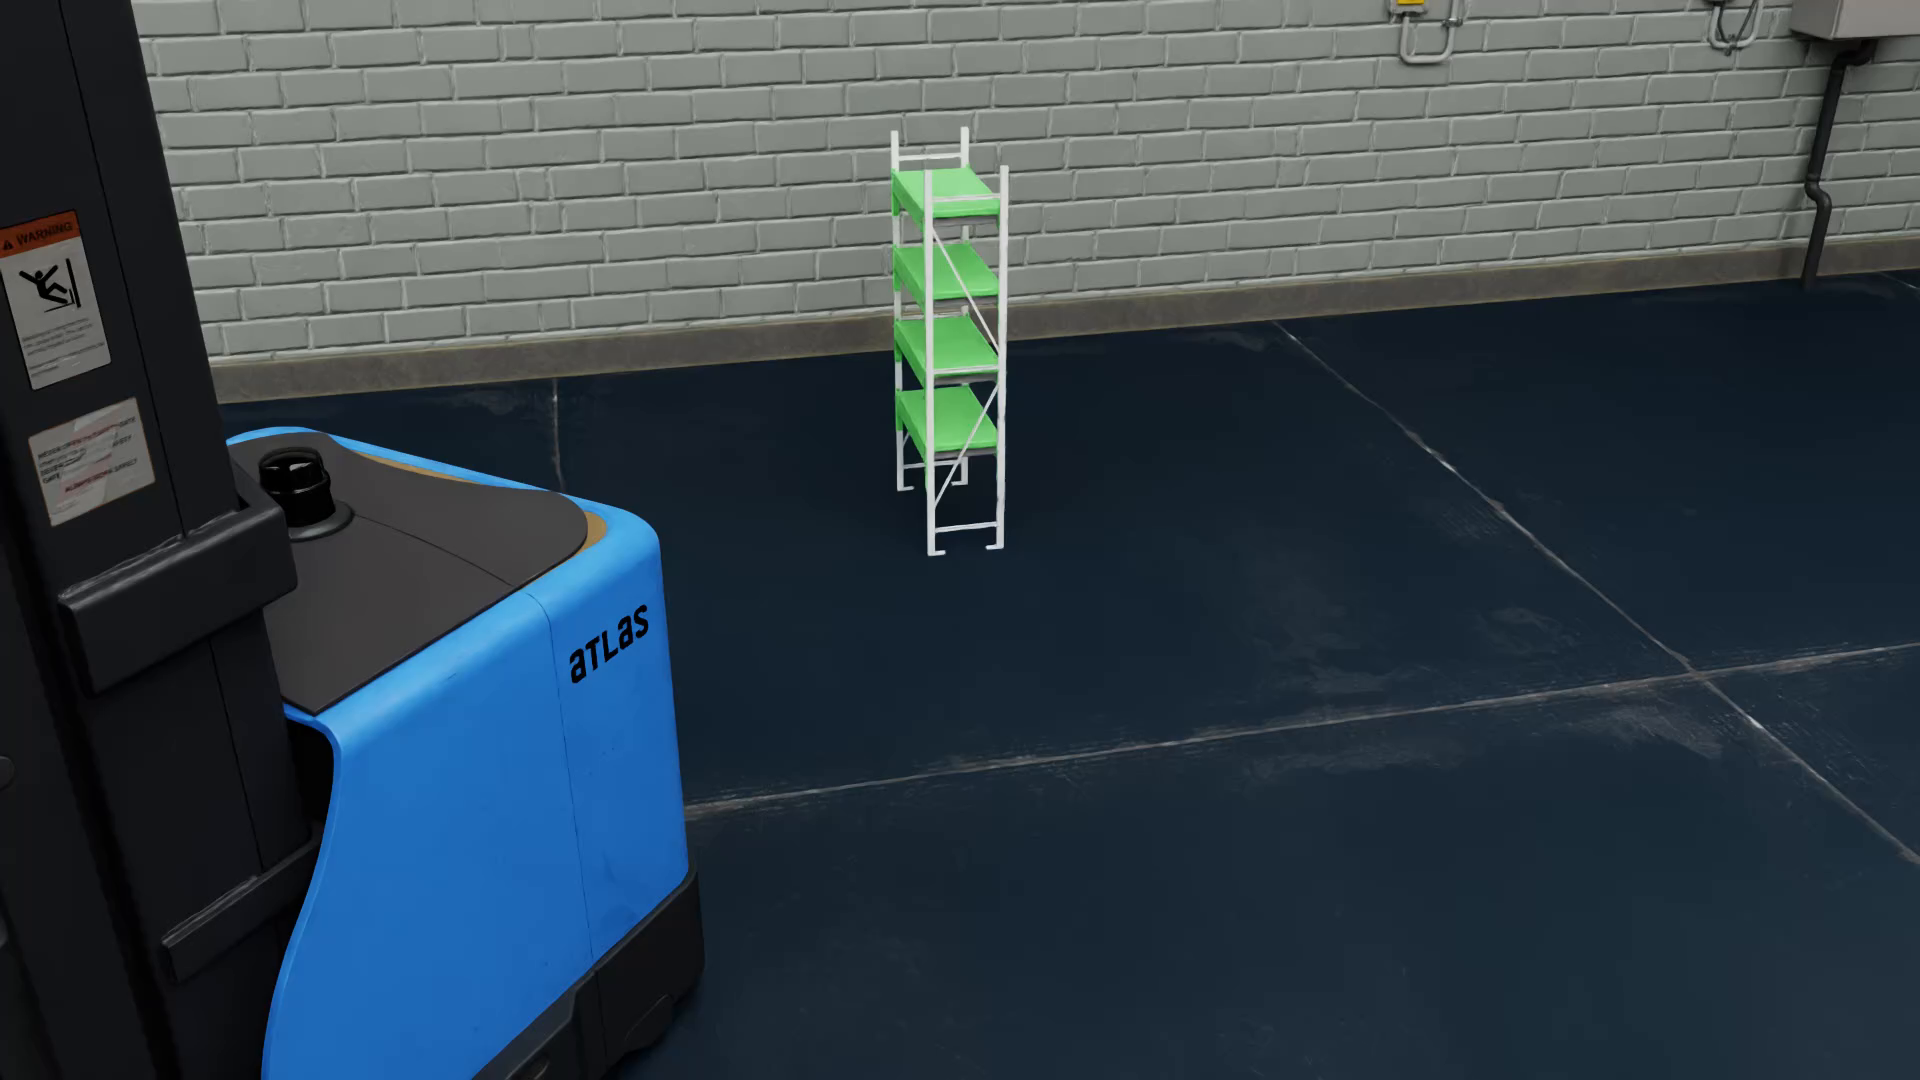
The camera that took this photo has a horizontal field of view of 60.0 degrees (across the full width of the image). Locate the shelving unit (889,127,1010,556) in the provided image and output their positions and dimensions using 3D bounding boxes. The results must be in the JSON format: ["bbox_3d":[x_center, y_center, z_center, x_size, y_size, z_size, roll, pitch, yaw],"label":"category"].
[{"bbox_3d":[-0.037,-0.608,5.124,0.258,1.200,0.503,-6,27,-12],"label":"shelving unit"}]

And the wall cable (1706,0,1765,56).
[{"bbox_3d":[3.138,-2.911,6.561,0.588,1.984,0.122,-6,27,-12],"label":"wall cable"}]

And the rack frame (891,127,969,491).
[{"bbox_3d":[-0.092,-0.715,5.336,0.240,1.200,0.015,-6,27,-12],"label":"rack frame"}]

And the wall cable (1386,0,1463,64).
[{"bbox_3d":[1.758,-2.776,6.259,0.585,1.953,0.123,-6,27,-12],"label":"wall cable"}]

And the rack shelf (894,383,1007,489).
[{"bbox_3d":[-0.037,-0.337,5.261,0.258,0.148,0.480,-6,27,-12],"label":"rack shelf"}]

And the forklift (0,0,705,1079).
[{"bbox_3d":[-1.657,0.091,1.818,1.130,2.935,3.031,14,30,25],"label":"forklift"}]

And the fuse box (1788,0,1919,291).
[{"bbox_3d":[3.838,-1.883,7.081,0.539,1.711,0.414,-6,27,-12],"label":"fuse box"}]

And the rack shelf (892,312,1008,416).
[{"bbox_3d":[-0.037,-0.551,5.152,0.258,0.148,0.480,-6,27,-12],"label":"rack shelf"}]

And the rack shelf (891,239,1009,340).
[{"bbox_3d":[-0.037,-0.766,5.044,0.258,0.148,0.480,-6,27,-12],"label":"rack shelf"}]

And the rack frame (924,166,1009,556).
[{"bbox_3d":[0.018,-0.501,4.911,0.240,1.200,0.015,-6,27,-12],"label":"rack frame"}]

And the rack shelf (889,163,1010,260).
[{"bbox_3d":[-0.037,-0.980,4.936,0.258,0.148,0.480,-6,27,-12],"label":"rack shelf"}]
